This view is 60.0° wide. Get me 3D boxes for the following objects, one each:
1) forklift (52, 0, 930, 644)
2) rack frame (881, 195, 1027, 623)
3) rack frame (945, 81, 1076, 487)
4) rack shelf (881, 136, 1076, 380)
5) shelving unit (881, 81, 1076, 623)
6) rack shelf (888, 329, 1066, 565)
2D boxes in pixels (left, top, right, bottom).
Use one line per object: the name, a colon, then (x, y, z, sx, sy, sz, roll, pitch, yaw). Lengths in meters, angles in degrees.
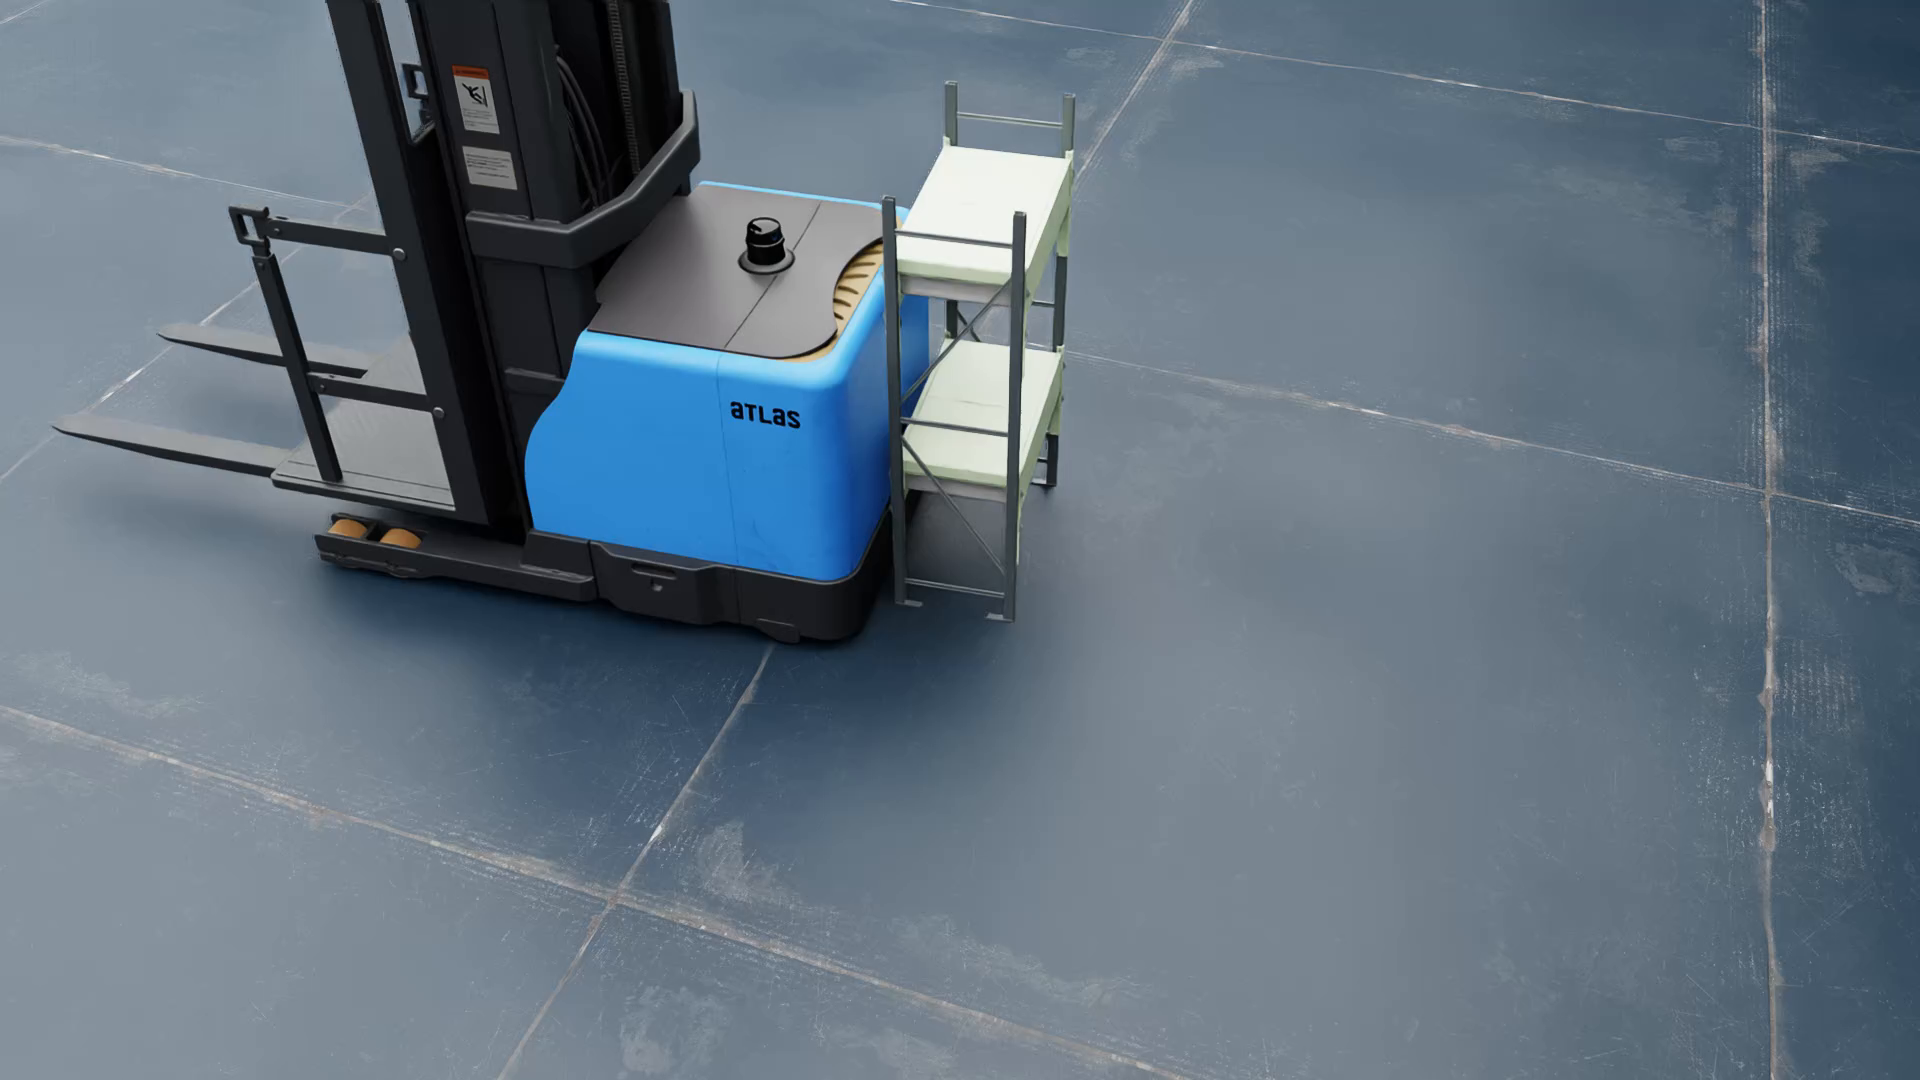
forklift: (-1.665, -1.307, 5.024, 3.031, 2.935, 1.130, 10, 41, 11)
rack frame: (-0.017, -0.335, 4.987, 0.400, 1.500, 0.023, 9, 41, 10)
rack frame: (0.151, -0.797, 5.529, 0.400, 1.500, 0.023, 9, 41, 10)
rack shelf: (0.067, -0.863, 5.004, 0.431, 0.370, 0.720, 9, 41, 10)
shelving unit: (0.067, -0.566, 5.258, 0.431, 1.500, 0.755, 9, 41, 10)
rack shelf: (0.067, -0.318, 5.469, 0.431, 0.370, 0.720, 9, 41, 10)
